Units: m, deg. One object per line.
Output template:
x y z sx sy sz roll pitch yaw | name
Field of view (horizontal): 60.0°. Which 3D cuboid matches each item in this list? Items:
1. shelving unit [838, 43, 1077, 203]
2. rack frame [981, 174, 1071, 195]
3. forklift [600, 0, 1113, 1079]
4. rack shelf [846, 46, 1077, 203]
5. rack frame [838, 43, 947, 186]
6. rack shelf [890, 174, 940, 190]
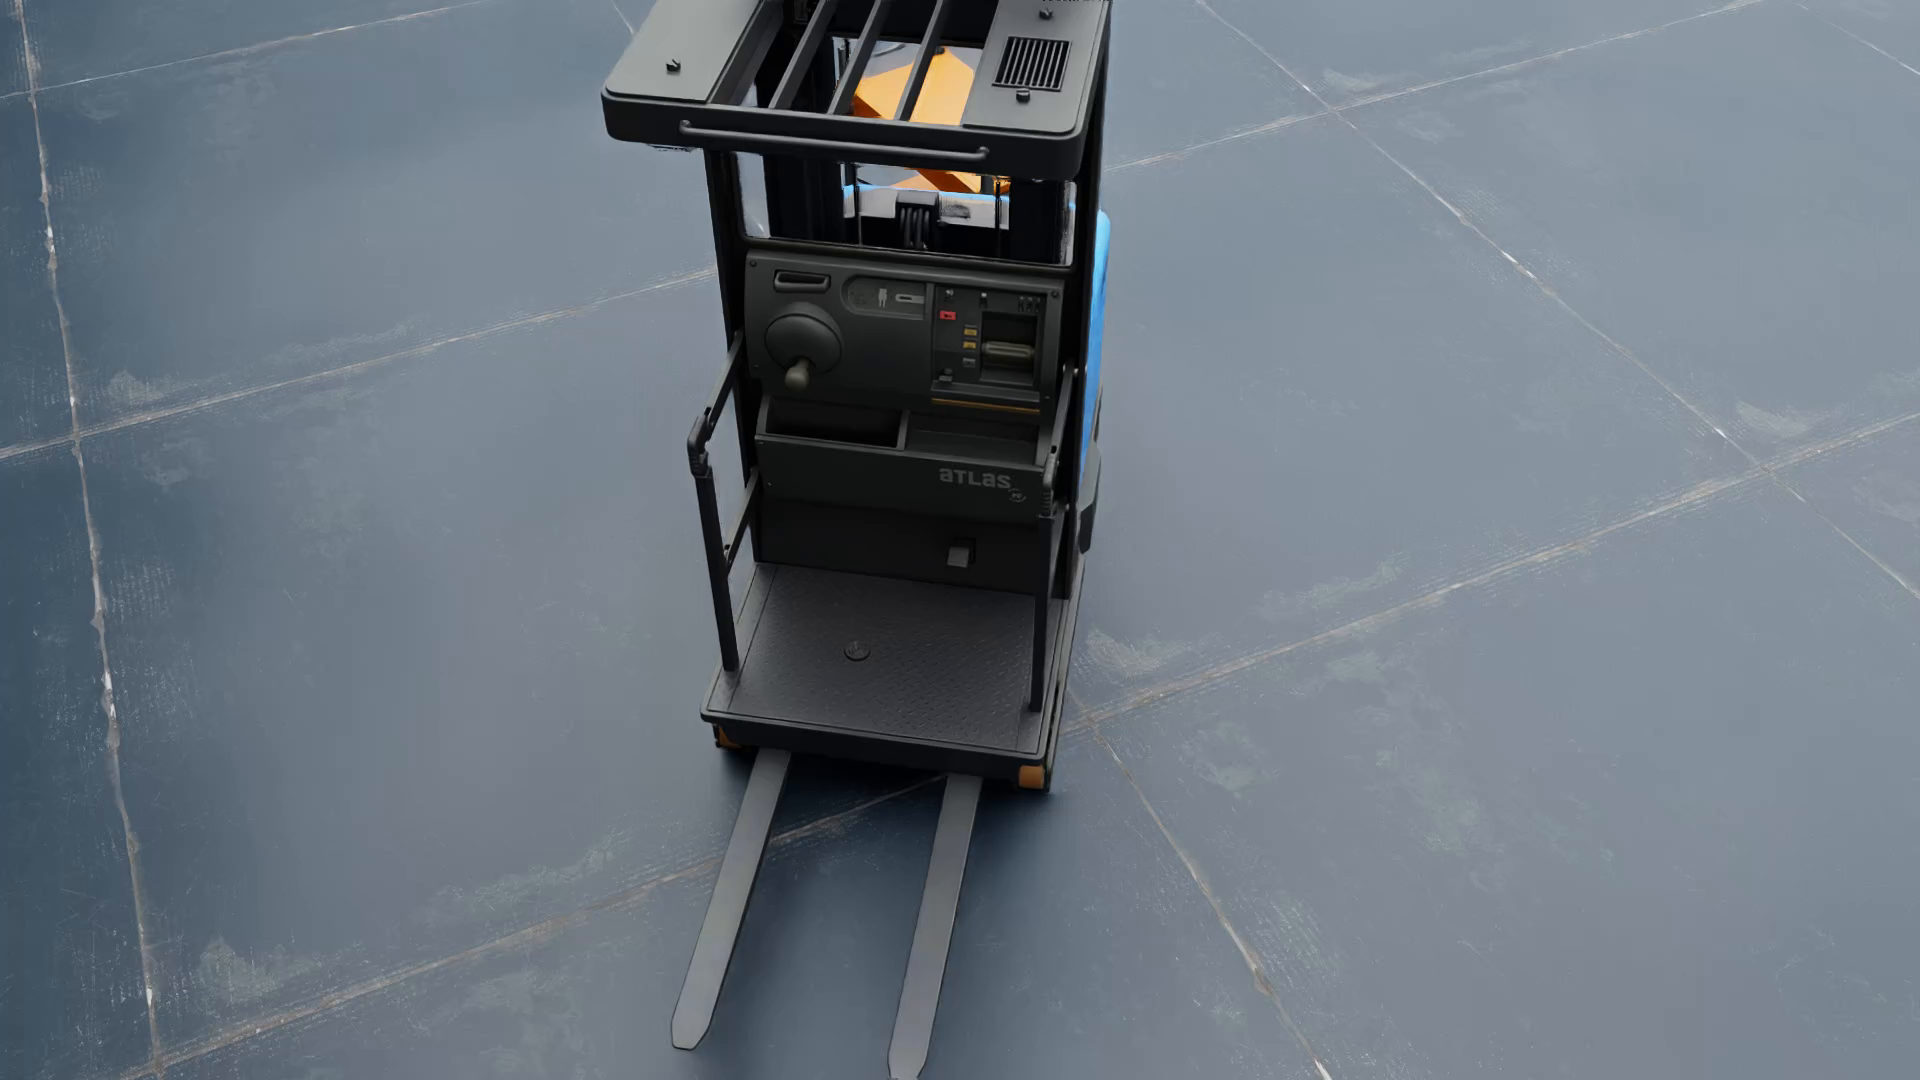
0.010 -1.366 6.834 0.538 1.125 1.048 -25 50 -23 | shelving unit
0.292 -1.069 6.532 0.500 1.125 0.032 -25 50 -23 | rack frame
-0.203 -0.512 4.682 1.130 2.935 3.031 7 45 7 | forklift
0.010 -1.574 6.628 0.538 0.278 1.000 -25 50 -23 | rack shelf
-0.272 -1.663 7.135 0.500 1.125 0.032 -25 50 -23 | rack frame
0.010 -1.192 7.005 0.538 0.278 1.000 -25 50 -23 | rack shelf
